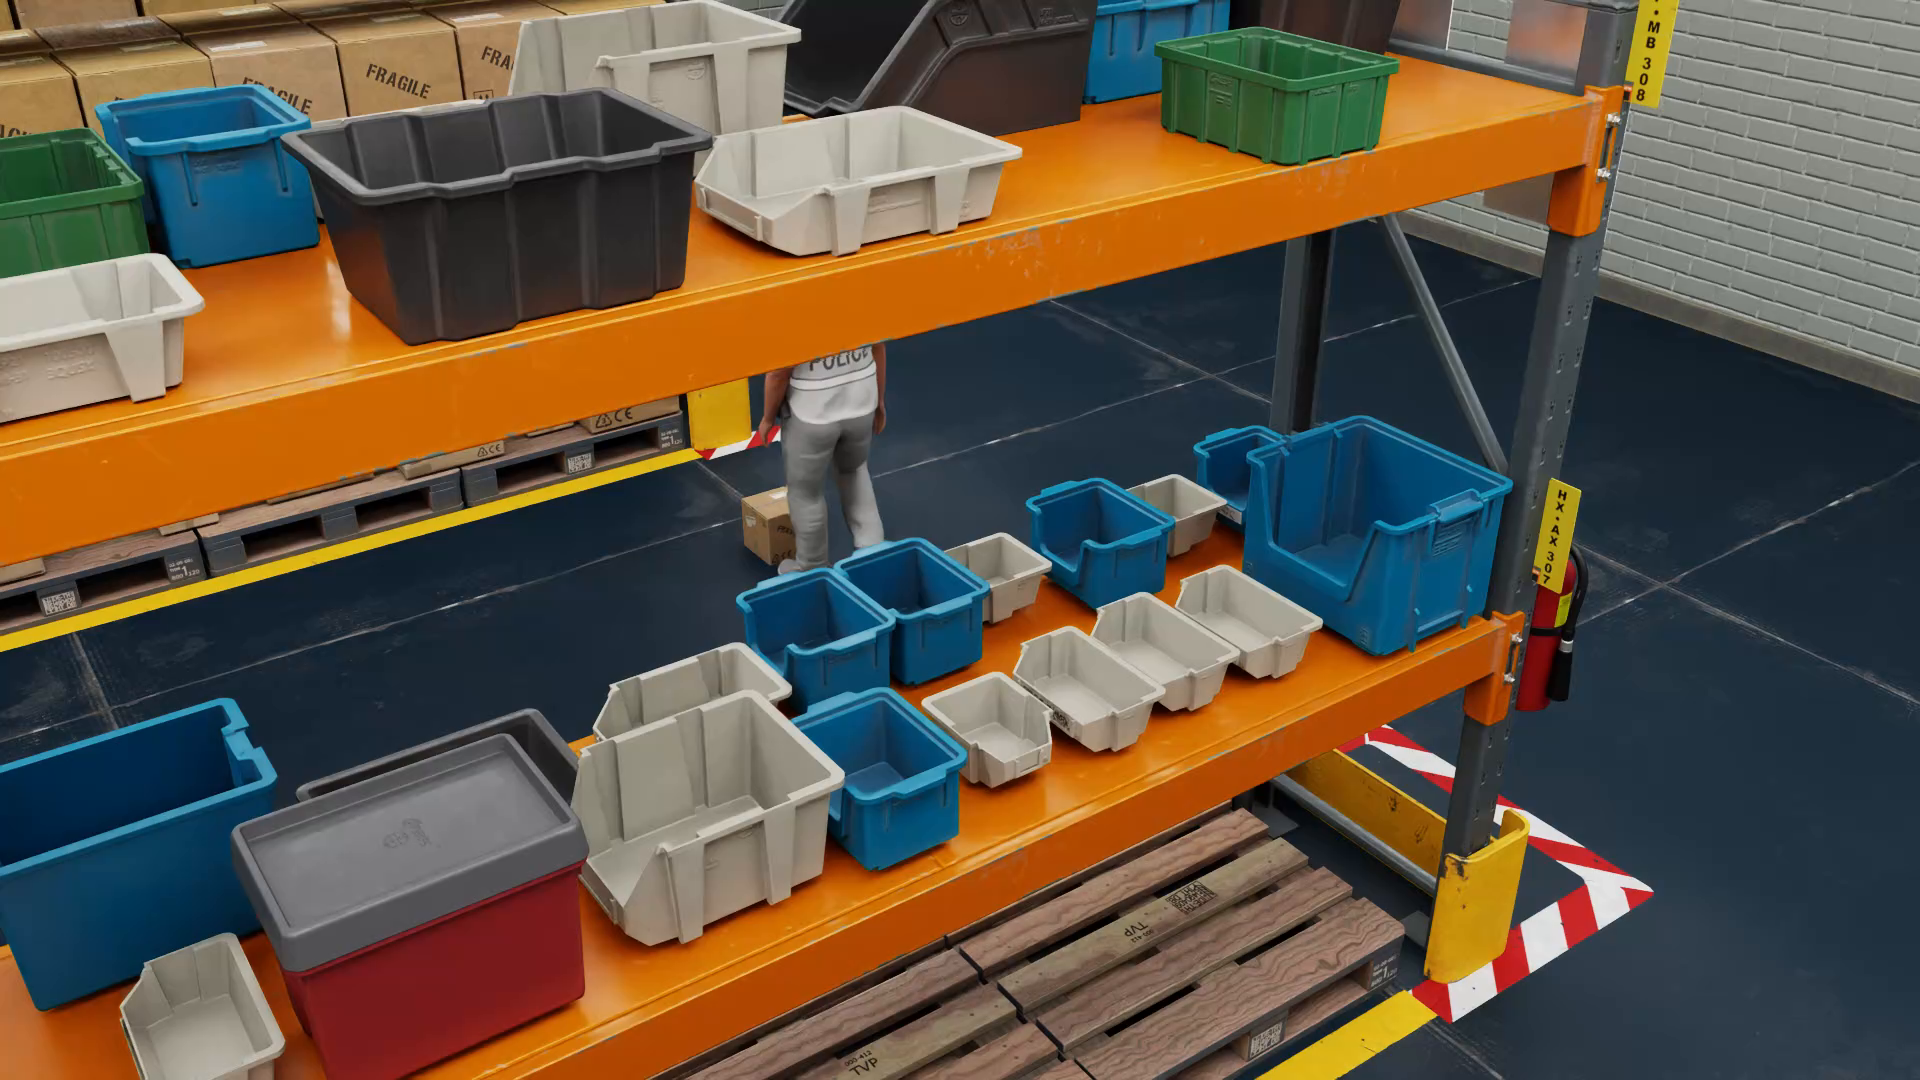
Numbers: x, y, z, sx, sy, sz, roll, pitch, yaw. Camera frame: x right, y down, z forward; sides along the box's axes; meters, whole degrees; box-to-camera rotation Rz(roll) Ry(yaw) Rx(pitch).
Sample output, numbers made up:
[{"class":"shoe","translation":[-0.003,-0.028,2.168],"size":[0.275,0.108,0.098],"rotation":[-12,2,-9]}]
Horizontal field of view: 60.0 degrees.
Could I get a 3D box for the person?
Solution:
[{"class":"person","translation":[-0.604,-0.561,7.132],"size":[0.567,1.815,0.488],"rotation":[-19,33,-30]}]
